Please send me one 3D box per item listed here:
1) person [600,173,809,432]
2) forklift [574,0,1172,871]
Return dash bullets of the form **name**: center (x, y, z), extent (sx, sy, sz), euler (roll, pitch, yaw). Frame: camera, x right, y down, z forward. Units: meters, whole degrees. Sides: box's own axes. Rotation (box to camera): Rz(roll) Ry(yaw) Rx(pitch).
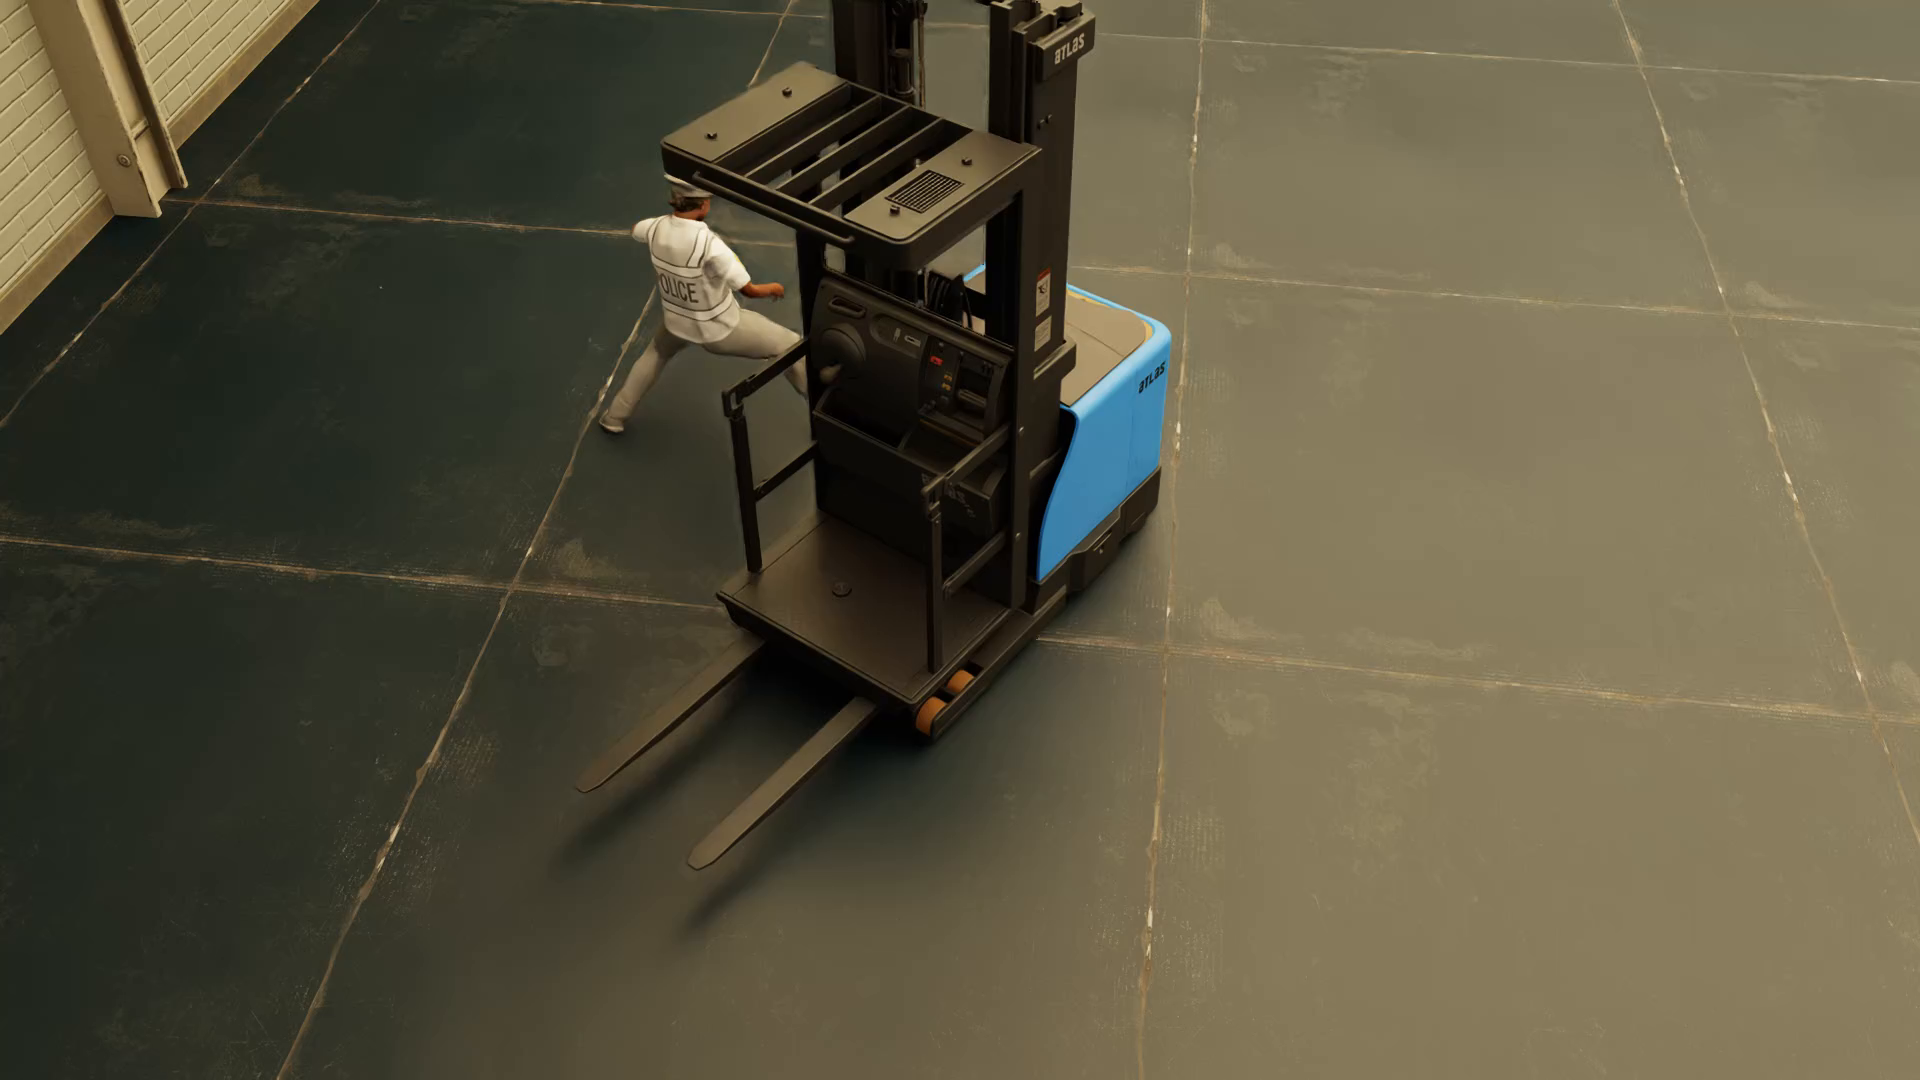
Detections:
- **person**: center (-1.214, -1.174, 8.104), extent (1.069, 1.493, 0.954), euler (22, 47, 23)
- **forklift**: center (-0.337, -0.633, 6.413), extent (1.130, 2.935, 3.031), euler (27, 49, 26)
